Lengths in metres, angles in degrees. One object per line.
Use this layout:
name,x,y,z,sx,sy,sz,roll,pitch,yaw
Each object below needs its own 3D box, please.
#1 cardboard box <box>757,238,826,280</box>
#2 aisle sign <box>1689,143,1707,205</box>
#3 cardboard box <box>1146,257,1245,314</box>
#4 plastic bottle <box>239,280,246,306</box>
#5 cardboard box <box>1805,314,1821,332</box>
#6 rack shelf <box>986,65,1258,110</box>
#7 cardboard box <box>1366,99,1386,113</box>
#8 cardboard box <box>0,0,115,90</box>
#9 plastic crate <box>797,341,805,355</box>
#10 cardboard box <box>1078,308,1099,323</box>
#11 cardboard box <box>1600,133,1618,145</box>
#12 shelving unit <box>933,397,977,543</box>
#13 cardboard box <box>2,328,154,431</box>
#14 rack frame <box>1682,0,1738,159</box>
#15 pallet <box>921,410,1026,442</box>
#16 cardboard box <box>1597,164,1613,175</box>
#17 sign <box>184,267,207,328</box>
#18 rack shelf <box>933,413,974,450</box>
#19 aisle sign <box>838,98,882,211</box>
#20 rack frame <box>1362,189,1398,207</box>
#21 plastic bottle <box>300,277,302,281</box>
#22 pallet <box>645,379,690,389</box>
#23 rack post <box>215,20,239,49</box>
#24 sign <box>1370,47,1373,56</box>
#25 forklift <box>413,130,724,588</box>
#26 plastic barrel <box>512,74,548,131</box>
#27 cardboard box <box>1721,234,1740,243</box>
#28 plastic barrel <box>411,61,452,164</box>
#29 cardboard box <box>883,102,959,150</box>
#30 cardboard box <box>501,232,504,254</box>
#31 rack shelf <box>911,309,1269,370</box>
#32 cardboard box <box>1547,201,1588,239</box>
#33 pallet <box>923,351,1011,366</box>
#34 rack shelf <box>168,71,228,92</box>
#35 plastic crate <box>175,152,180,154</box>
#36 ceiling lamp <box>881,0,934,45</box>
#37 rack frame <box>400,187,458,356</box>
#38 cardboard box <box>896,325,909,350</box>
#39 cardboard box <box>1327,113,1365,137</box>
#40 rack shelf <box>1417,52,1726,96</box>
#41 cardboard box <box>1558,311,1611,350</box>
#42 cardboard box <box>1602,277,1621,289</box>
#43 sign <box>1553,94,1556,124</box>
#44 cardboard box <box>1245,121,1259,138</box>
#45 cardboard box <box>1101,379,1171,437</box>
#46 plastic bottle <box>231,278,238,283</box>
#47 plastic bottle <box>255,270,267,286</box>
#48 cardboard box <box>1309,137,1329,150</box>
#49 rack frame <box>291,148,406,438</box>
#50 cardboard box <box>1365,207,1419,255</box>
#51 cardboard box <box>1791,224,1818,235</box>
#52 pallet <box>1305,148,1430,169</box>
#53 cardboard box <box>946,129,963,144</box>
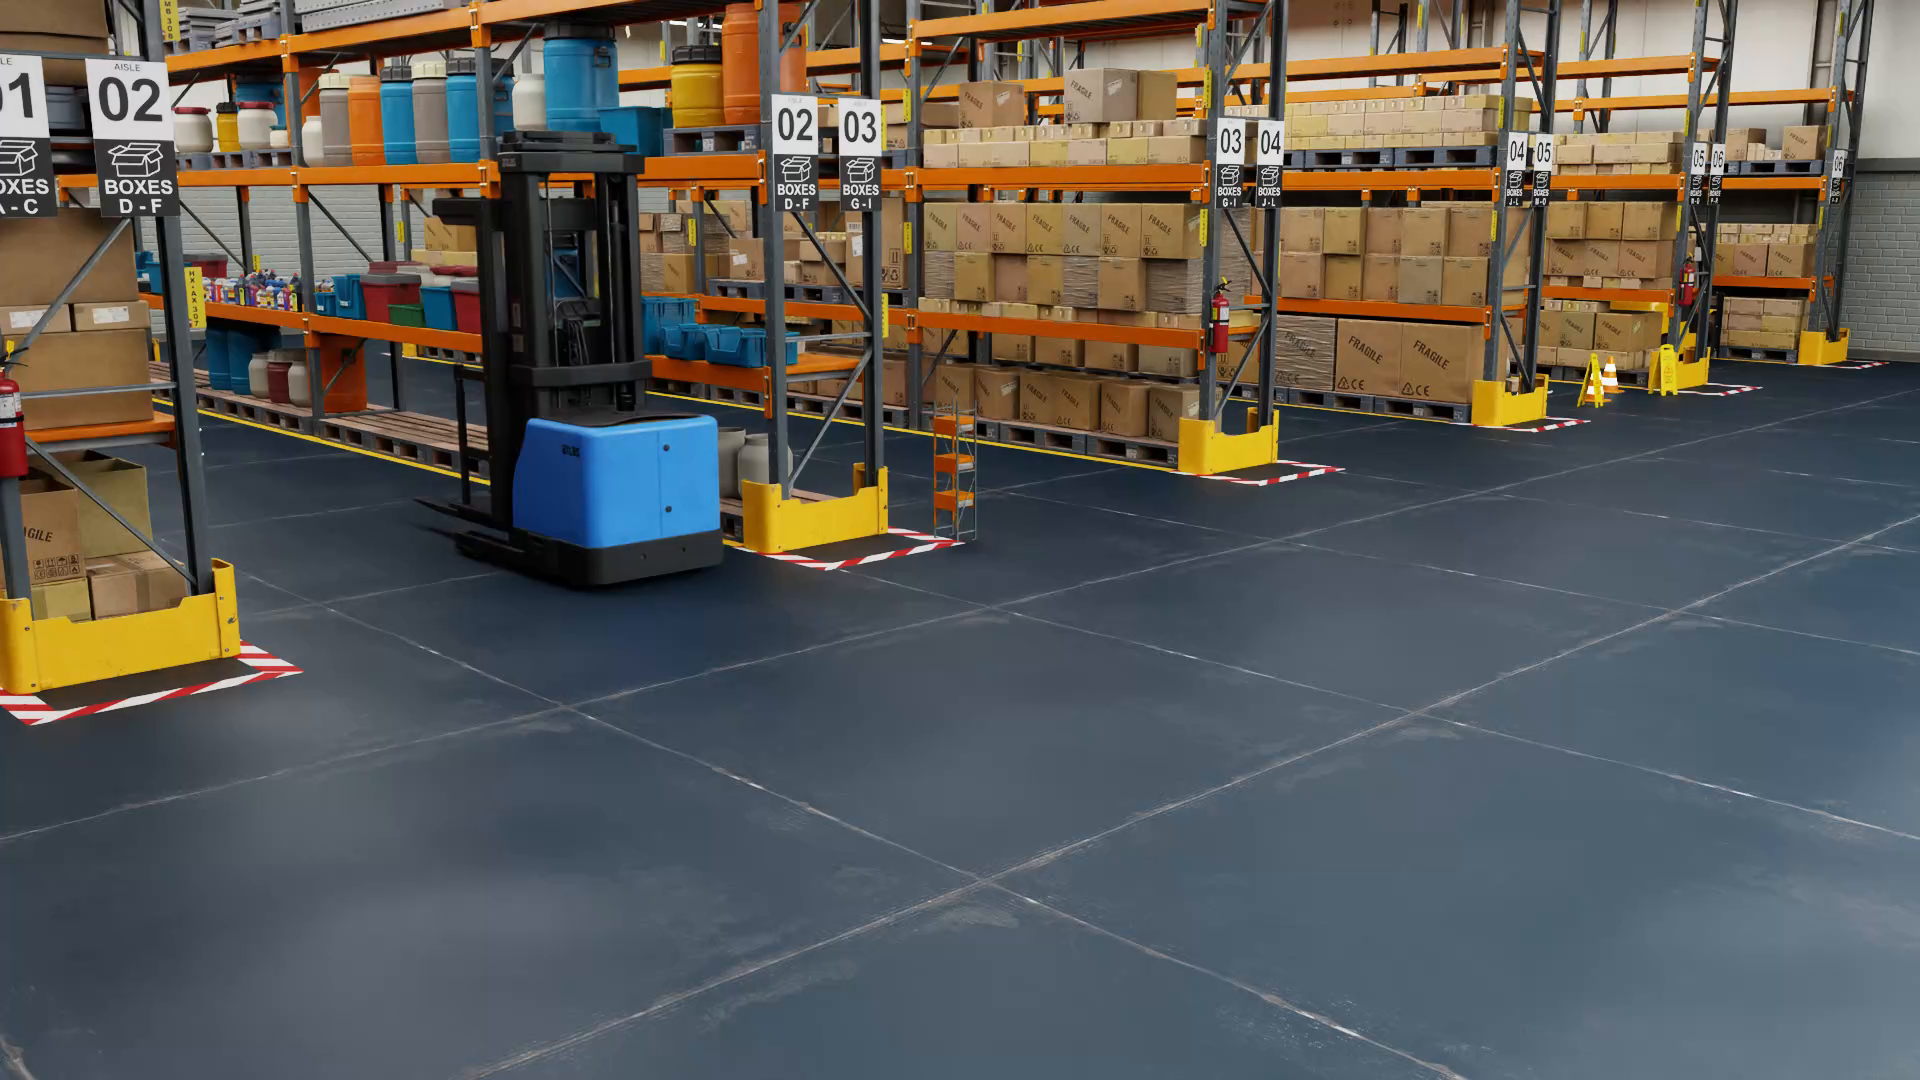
cardboard box,-2.062,-3.439,20.384,0.700,0.500,0.500,-8,14,-34
aisle sign,9.604,-4.763,21.653,0.394,0.787,0.004,-11,16,-43
cardboard box,2.243,-2.437,15.821,0.875,0.500,0.500,-11,16,-43
plastic bottle,-8.101,-2.791,18.814,0.061,0.283,0.133,-11,16,-43
cardboard box,13.184,-3.433,26.173,0.500,0.250,0.500,-11,16,-42
rack shelf,2.117,-6.100,22.494,1.077,0.370,4.000,-11,16,-43
cardboard box,4.905,-5.013,19.235,0.380,0.149,0.250,-11,16,-43
cardboard box,-4.958,-2.657,8.795,0.797,0.503,0.637,-9,15,-39
plastic crate,-1.364,-1.514,12.981,0.298,0.136,0.250,-11,16,-43
cardboard box,1.382,-2.228,16.414,0.380,0.149,0.250,-11,16,-43
cardboard box,8.846,-5.406,22.429,0.380,0.149,0.250,-11,16,-42
shelving unit,-0.037,-0.522,12.344,0.215,1.050,0.252,-11,16,-43
cardboard box,-4.877,-0.897,9.084,0.700,0.500,0.500,-11,16,-43
rack frame,9.771,-6.477,21.550,1.000,3.000,0.127,-11,16,-43
pallet,0.330,-1.283,18.115,1.003,0.211,1.213,-11,16,-43
cardboard box,8.841,-5.020,22.531,0.380,0.149,0.250,-11,16,-42
sign,-4.159,-1.317,9.031,0.100,0.325,0.005,-11,16,-43
rack shelf,-0.037,-0.790,12.289,0.215,0.259,0.240,-11,16,-43
aisle sign,-0.717,-2.771,11.987,0.394,0.787,0.004,-11,16,-43
rack frame,7.833,-5.399,31.182,1.000,3.000,0.127,-11,16,-43
plastic bottle,-7.634,-2.946,19.398,0.144,0.351,0.185,-11,16,-43
pallet,-4.250,-2.263,22.874,1.003,0.211,1.213,-11,16,-43
rack post,-7.776,-5.635,18.700,0.937,0.300,0.954,-9,15,-37
sign,7.448,-8.756,30.101,0.100,0.325,0.005,-11,16,-43
forklift,-2.971,-1.364,11.768,1.130,2.935,3.031,-10,16,-41
plastic barrel,-3.586,-3.691,14.142,0.421,0.512,0.421,0,12,0
cardboard box,12.202,-4.759,26.223,0.250,0.149,0.380,11,16,43
plastic barrel,-4.701,-3.906,15.259,0.600,0.901,0.600,0,12,0
cardboard box,-0.412,-4.550,18.330,0.637,0.503,0.797,11,16,42
cardboard box,-6.538,-4.452,24.365,0.500,0.500,0.500,-11,16,-42
rack shelf,1.222,-2.098,16.942,1.077,0.370,4.000,-11,16,-43
cardboard box,8.489,-4.403,22.884,0.700,0.500,0.500,-11,16,-43
pallet,0.197,-2.750,25.239,1.003,0.211,1.213,-11,16,-43
rack shelf,-10.647,-5.901,21.527,1.077,0.370,4.000,-11,16,-43
plastic crate,-9.926,-4.844,21.379,0.497,0.269,0.590,-11,16,-43
ceiling lamp,-1.226,-12.430,35.979,2.000,3.185,0.800,-11,16,-43
rack frame,-8.446,-4.493,26.786,1.000,3.000,0.127,-11,16,-43
cardboard box,-0.641,-3.194,25.636,0.500,0.500,0.500,11,16,43
cardboard box,4.682,-4.883,19.592,0.500,0.250,0.500,-11,16,-42
rack shelf,8.390,-6.415,23.040,1.077,0.370,4.000,-11,16,-43
cardboard box,8.666,-2.922,23.073,0.500,0.500,0.500,-10,15,-40
cardboard box,8.941,-3.503,22.601,0.380,0.149,0.250,-11,16,-44
sign,6.666,-4.847,18.708,0.100,0.325,0.005,-11,16,-43
cardboard box,2.580,-3.821,15.476,0.380,0.149,0.250,-11,16,-43
cardboard box,1.747,-1.315,16.516,0.500,0.500,0.500,-6,13,-28
plastic bottle,-8.472,-2.924,19.477,0.152,0.276,0.135,-11,16,-43
plastic bottle,-8.371,-3.059,19.950,0.144,0.351,0.185,-11,16,-43
cardboard box,4.384,-4.733,19.851,0.380,0.149,0.250,-11,16,-43
rack frame,-6.504,-2.635,17.769,1.000,3.000,0.127,-11,16,-43
cardboard box,5.297,-3.664,19.716,0.875,0.550,0.550,-11,16,-43
cardboard box,12.958,-4.767,25.521,0.380,0.149,0.250,-11,16,-42
pallet,4.894,-4.545,19.825,1.003,0.211,1.213,-11,16,-43
cardboard box,0.076,-4.213,17.377,0.250,0.149,0.380,11,16,42
